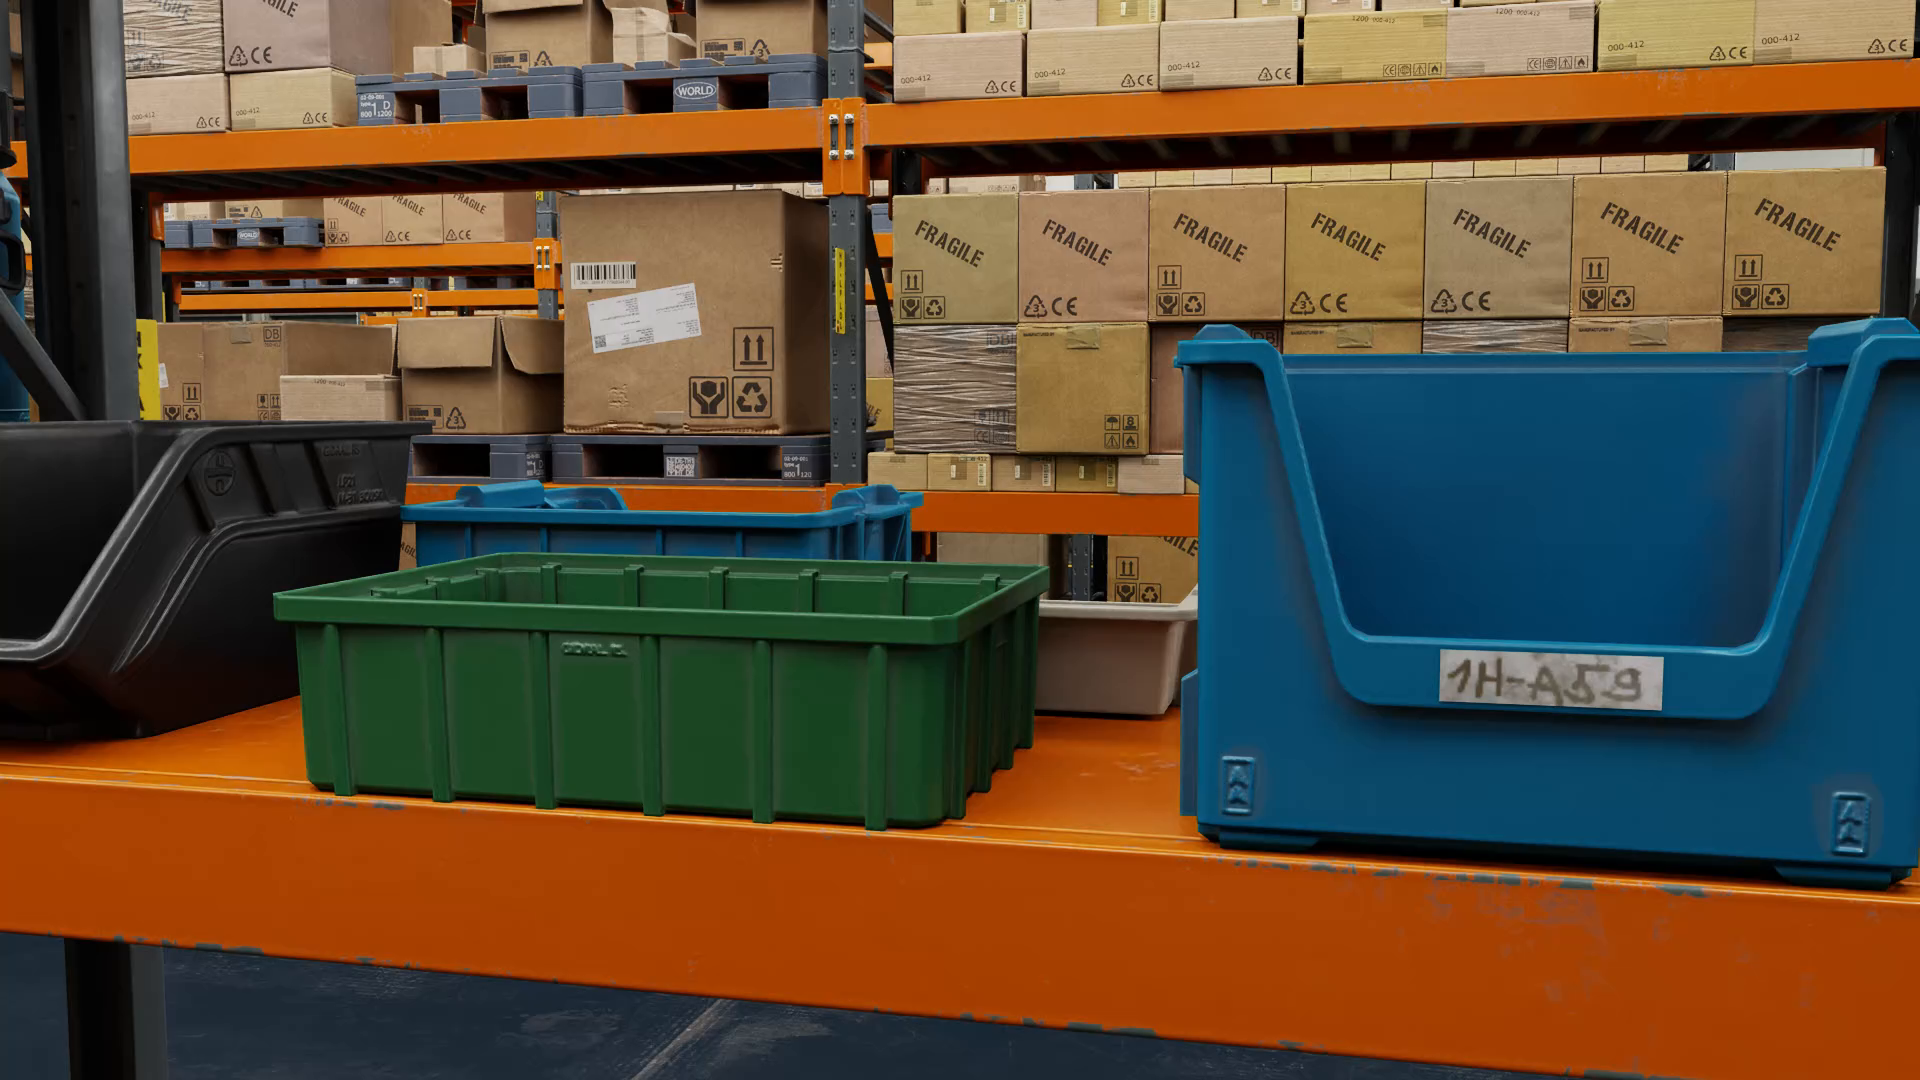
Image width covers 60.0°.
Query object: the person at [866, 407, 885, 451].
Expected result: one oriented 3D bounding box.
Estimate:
[{"bbox_3d":[-0.574,-0.032,10.208,0.370,1.650,0.555,1,5,10],"label":"person"}]
